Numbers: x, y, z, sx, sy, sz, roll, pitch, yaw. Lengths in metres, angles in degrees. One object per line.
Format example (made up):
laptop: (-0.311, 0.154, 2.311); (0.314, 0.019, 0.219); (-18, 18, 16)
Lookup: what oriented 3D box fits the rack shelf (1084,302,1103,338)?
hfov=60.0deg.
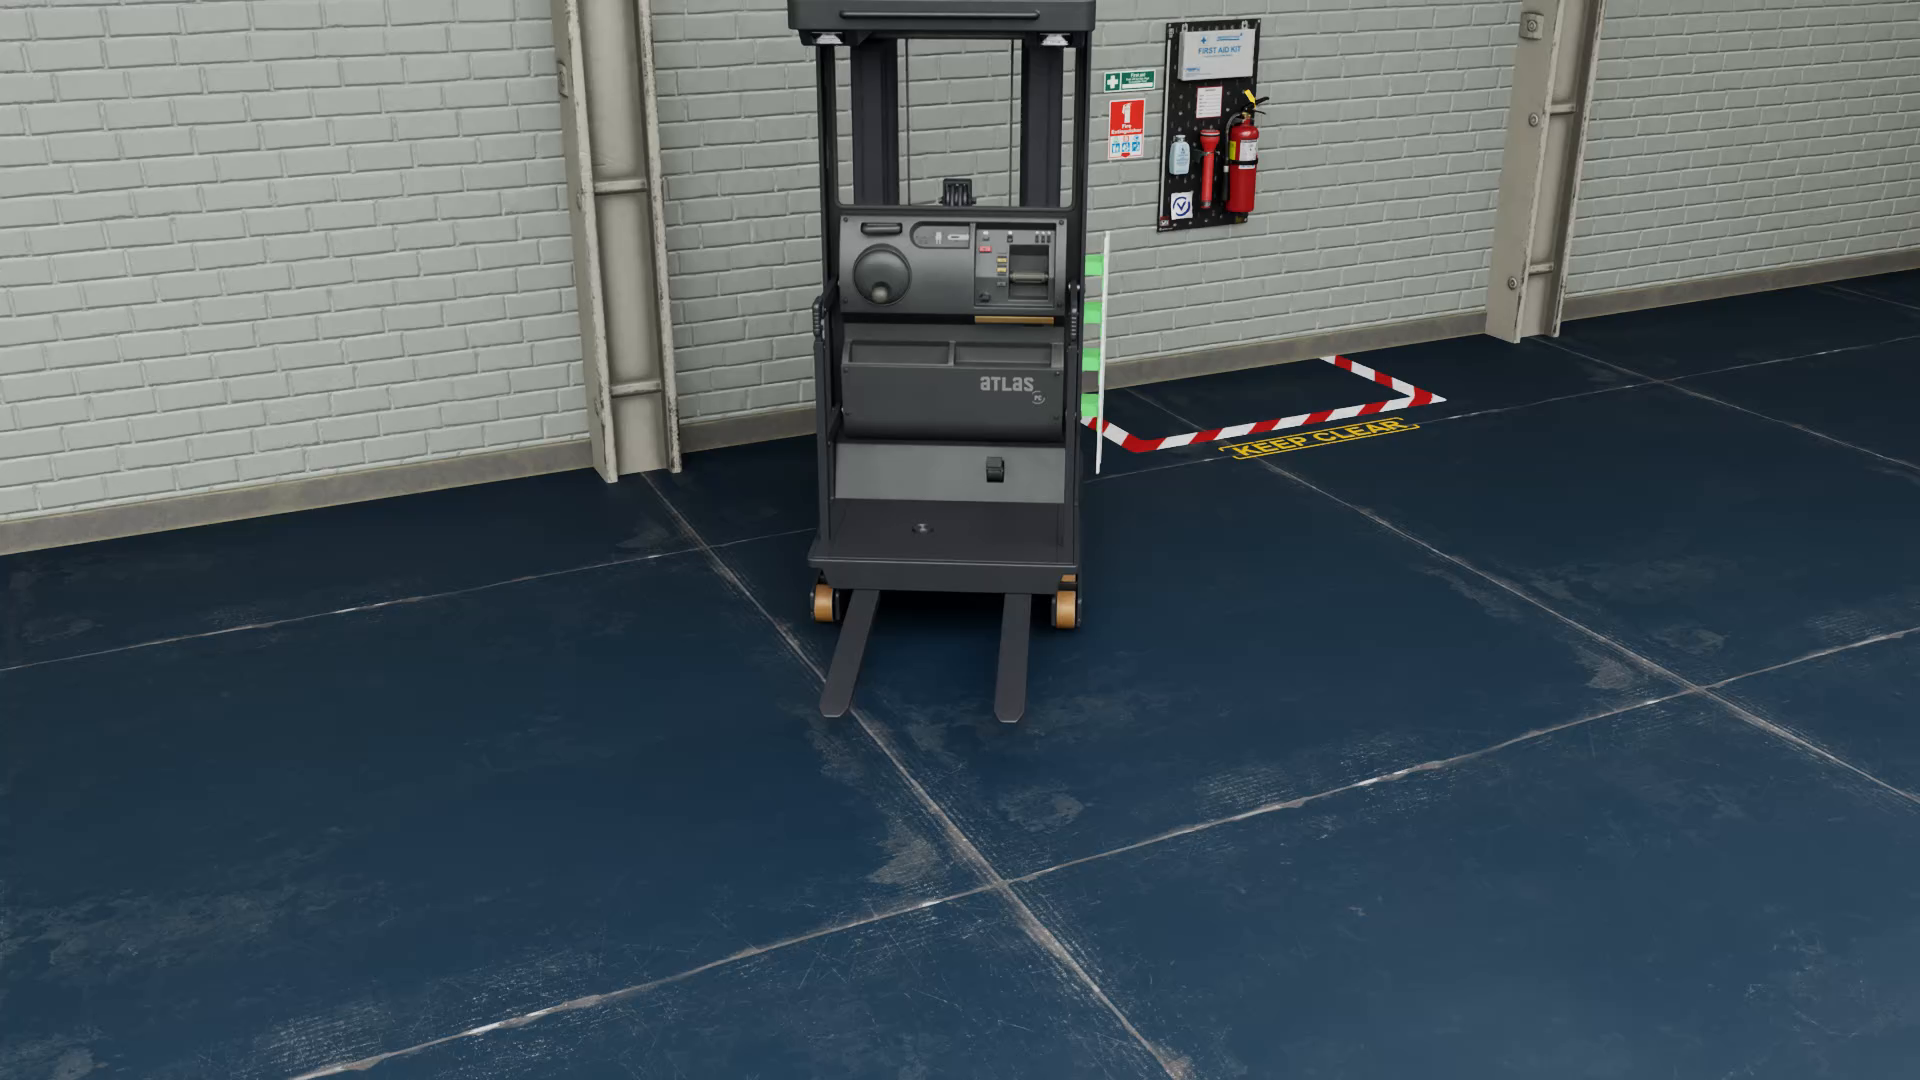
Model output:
rack shelf: (0.485, -1.127, 8.421); (0.480, 0.148, 0.258); (3, 18, 7)

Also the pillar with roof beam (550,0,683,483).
pillar with roof beam: (0.187, -3.049, 3.350); (0.400, 9.000, 9.100); (-10, 25, -24)

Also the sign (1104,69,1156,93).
sign: (0.948, -2.562, 9.278); (0.331, 0.109, 0.001); (-10, 25, -24)

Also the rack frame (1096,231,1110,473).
rack frame: (0.726, -0.948, 8.449); (0.015, 1.200, 0.240); (3, 18, 7)

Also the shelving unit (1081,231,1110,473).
shelving unit: (0.484, -0.960, 8.477); (0.503, 1.200, 0.258); (3, 18, 7)

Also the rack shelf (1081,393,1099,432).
rack shelf: (0.481, -0.671, 8.573); (0.480, 0.148, 0.258); (3, 18, 7)

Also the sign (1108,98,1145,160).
sign: (0.940, -2.320, 9.385); (0.234, 0.329, 0.001); (-10, 25, -24)

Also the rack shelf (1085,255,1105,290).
rack shelf: (0.488, -1.355, 8.346); (0.480, 0.148, 0.258); (3, 18, 7)

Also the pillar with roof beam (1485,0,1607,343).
pillar with roof beam: (5.593, -4.044, 5.755); (0.400, 9.000, 9.100); (-10, 25, -24)

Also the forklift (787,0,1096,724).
forklift: (-0.041, -1.114, 6.608); (1.130, 2.935, 3.031); (1, 23, 3)

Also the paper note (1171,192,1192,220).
paper note: (1.293, -1.947, 9.683); (0.142, 0.148, 0.016); (-10, 25, -24)

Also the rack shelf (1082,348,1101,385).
rack shelf: (0.483, -0.899, 8.497); (0.480, 0.148, 0.258); (3, 18, 7)

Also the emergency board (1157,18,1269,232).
emergency board: (1.483, -2.359, 9.528); (0.643, 1.169, 0.194); (-10, 25, -24)
